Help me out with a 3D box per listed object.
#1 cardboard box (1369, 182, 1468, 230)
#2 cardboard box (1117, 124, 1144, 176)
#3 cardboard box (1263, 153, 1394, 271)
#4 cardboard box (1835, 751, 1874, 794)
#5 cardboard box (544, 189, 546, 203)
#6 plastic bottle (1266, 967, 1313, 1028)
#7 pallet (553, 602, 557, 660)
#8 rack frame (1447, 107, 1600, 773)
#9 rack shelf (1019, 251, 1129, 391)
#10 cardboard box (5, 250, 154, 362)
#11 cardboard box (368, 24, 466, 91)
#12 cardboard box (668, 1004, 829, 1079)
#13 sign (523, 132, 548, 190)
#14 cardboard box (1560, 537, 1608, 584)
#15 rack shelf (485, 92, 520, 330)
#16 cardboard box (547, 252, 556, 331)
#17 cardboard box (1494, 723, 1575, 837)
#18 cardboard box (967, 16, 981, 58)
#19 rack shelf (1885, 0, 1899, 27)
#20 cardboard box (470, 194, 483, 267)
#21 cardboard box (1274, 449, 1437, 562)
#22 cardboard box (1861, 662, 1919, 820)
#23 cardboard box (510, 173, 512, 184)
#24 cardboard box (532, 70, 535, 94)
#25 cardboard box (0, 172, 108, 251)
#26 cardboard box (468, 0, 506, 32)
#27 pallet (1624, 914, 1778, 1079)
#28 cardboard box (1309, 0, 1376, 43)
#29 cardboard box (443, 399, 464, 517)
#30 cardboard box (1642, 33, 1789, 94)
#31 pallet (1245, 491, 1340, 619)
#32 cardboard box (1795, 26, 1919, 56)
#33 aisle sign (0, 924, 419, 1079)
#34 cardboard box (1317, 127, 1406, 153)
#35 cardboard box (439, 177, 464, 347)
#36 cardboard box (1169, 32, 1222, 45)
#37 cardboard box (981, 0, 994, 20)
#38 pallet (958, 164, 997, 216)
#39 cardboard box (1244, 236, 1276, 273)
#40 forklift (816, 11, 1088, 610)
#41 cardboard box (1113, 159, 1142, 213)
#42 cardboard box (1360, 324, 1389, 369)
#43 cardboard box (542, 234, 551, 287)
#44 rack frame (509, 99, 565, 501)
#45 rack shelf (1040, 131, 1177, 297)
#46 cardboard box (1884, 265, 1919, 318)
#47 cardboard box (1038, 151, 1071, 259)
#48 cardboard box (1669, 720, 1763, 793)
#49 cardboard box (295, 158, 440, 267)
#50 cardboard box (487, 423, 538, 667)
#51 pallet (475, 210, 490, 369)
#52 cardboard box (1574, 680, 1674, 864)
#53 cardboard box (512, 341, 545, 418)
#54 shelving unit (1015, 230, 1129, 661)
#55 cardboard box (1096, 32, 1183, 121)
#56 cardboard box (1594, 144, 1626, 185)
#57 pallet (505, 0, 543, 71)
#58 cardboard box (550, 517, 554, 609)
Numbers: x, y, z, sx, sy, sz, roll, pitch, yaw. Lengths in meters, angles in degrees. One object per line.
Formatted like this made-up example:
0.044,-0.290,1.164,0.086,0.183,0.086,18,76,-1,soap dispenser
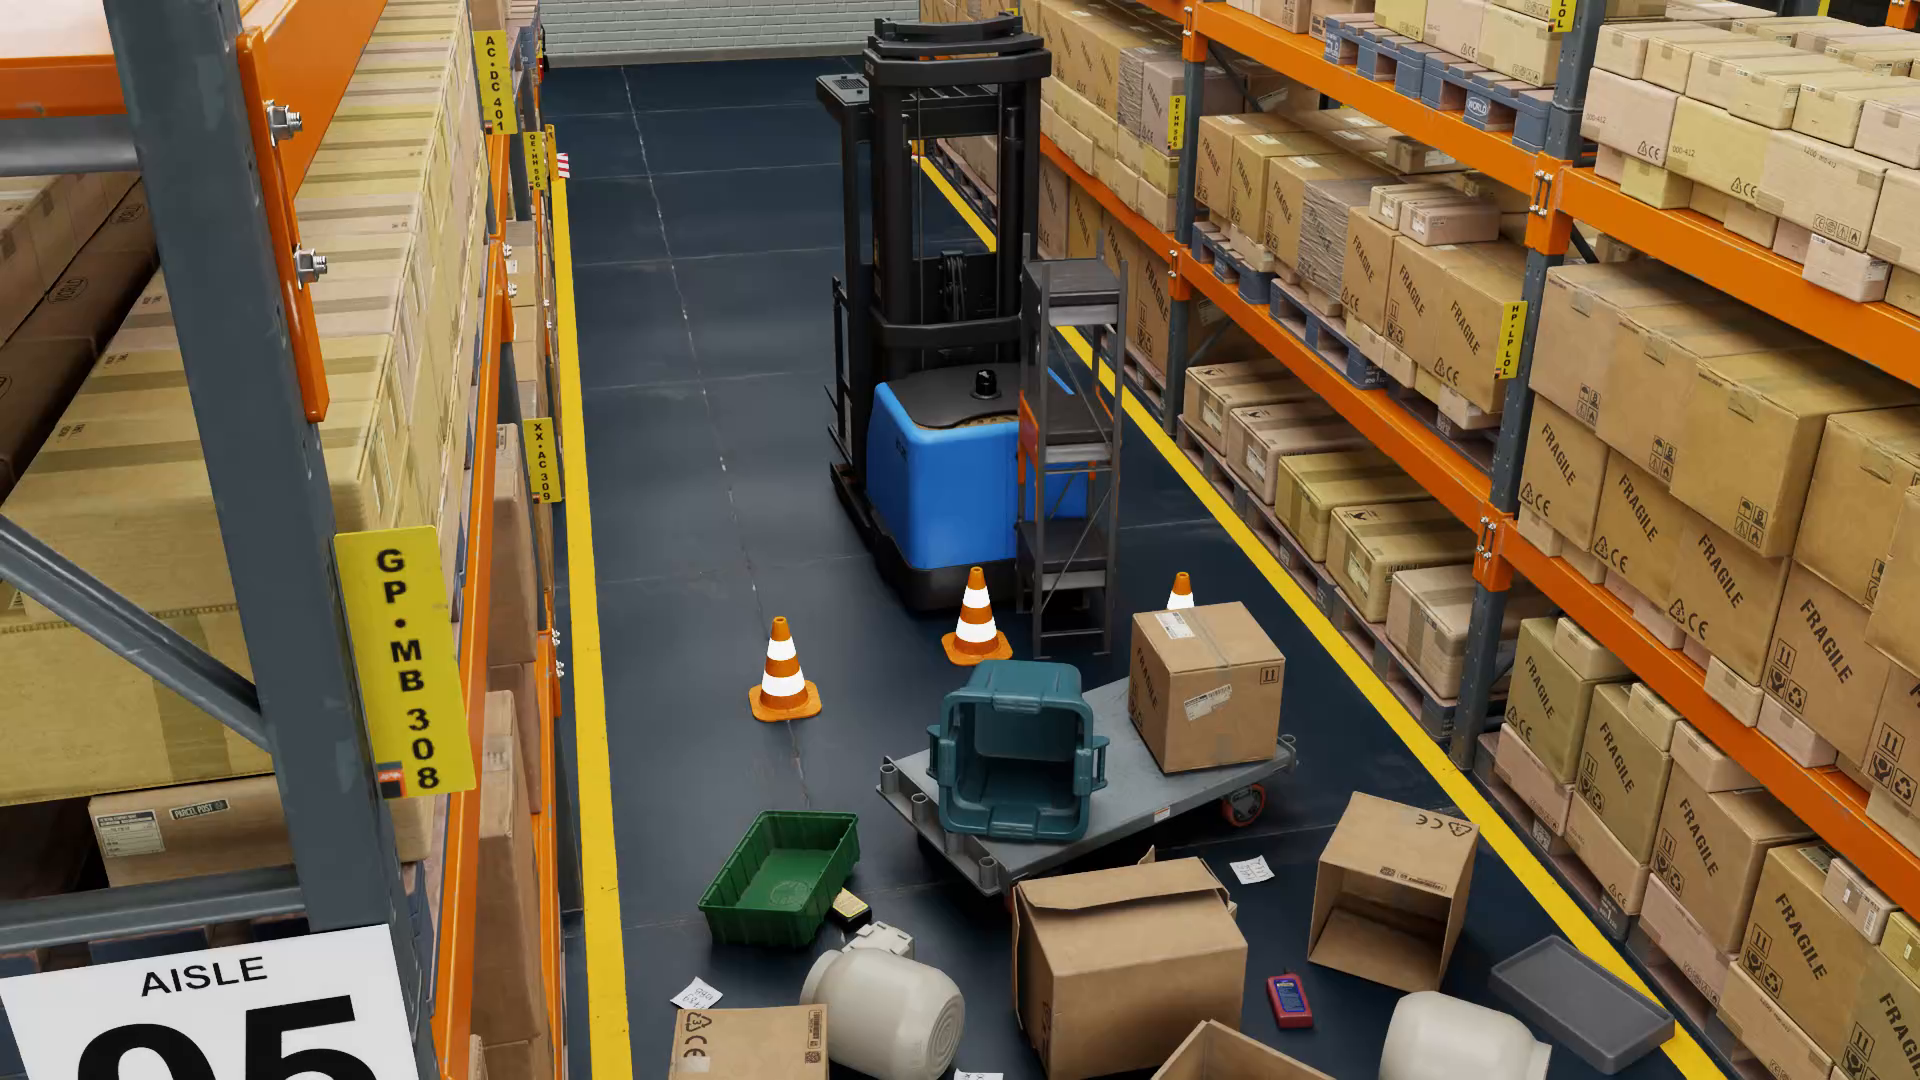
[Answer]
2.194,-1.603,7.969,0.380,0.149,0.250,-7,28,-14,cardboard box
1.393,-2.673,11.328,0.500,0.250,0.500,-7,28,-13,cardboard box
1.996,-1.788,9.057,0.500,0.500,0.500,-5,27,-11,cardboard box
3.054,0.704,5.306,0.380,0.149,0.250,-6,27,-12,cardboard box
-3.929,-3.118,14.966,0.380,0.149,0.250,-6,27,-12,cardboard box
1.234,1.720,6.275,0.133,0.061,0.283,-1,27,-3,plastic bottle
-2.555,0.575,8.377,1.003,0.211,1.213,-6,27,-12,pallet
2.771,-0.349,7.113,1.000,3.000,0.127,-6,27,-12,rack frame
0.538,-1.057,7.991,0.431,0.518,0.480,-4,27,-8,rack shelf
-1.735,-0.310,2.965,0.500,0.250,0.500,-6,27,-12,cardboard box
-1.524,-1.268,4.421,0.380,0.149,0.250,-6,27,-12,cardboard box
-0.680,1.890,5.448,0.500,0.500,0.500,-1,27,-3,cardboard box
-2.391,-2.133,9.362,0.100,0.325,0.005,-6,27,-12,sign
2.636,0.039,6.622,0.380,0.149,0.250,-5,27,-10,cardboard box
-2.480,-1.698,7.255,1.077,0.370,4.000,-6,27,-12,rack shelf
-3.305,-1.861,12.416,0.500,0.500,0.500,-7,28,-13,cardboard box
2.640,0.977,7.070,0.500,0.250,0.500,-7,28,-14,cardboard box
0.365,-4.528,15.281,0.500,0.500,0.500,-6,27,-12,cardboard box
6.253,-4.507,12.819,1.077,0.370,4.000,-6,27,-12,rack shelf
-1.462,-0.798,4.374,0.380,0.149,0.250,-6,27,-11,cardboard box
2.326,-0.214,9.295,0.950,0.372,0.625,-5,27,-10,cardboard box
3.063,0.579,4.833,0.500,0.500,0.500,-6,27,-12,cardboard box
-2.907,-2.118,10.099,0.380,0.149,0.250,-5,27,-9,cardboard box
-3.817,-3.951,13.808,0.500,0.500,0.500,-6,27,-12,cardboard box
-1.878,-0.644,3.185,0.380,0.149,0.250,-6,27,-11,cardboard box
-2.266,-2.439,7.237,0.500,0.500,0.500,-6,27,-12,cardboard box
3.235,1.724,6.101,1.003,0.211,1.213,-6,27,-12,pallet
2.241,-2.824,8.572,0.797,0.503,0.637,-6,27,-12,cardboard box
-1.121,-0.132,3.054,0.380,0.149,0.250,-6,27,-11,cardboard box
2.610,-1.649,5.754,0.380,0.149,0.250,-5,27,-10,cardboard box
2.315,0.017,9.481,1.003,0.211,1.213,-6,27,-12,pallet
3.188,-1.709,5.871,0.380,0.149,0.250,-7,28,-13,cardboard box
-0.820,0.794,1.963,0.394,0.787,0.004,-6,27,-12,aisle sign
2.370,-2.073,9.621,0.500,0.500,0.500,-6,27,-12,cardboard box
-1.329,-0.586,3.512,0.500,0.250,0.500,-6,27,-12,cardboard box
1.773,-3.283,11.705,0.500,0.500,0.500,-5,27,-10,cardboard box
0.486,-4.755,14.621,0.500,0.500,0.500,-6,27,-12,cardboard box
0.594,-3.495,16.440,1.003,0.211,1.213,-6,27,-12,pallet
1.851,-1.644,9.490,0.380,0.149,0.250,-6,27,-11,cardboard box
-0.176,-1.579,9.626,1.130,2.935,3.031,-8,28,-15,forklift
1.372,-2.457,11.454,0.500,0.250,0.500,-5,27,-11,cardboard box
2.189,-0.961,8.138,0.380,0.149,0.250,-6,27,-11,cardboard box
-3.182,-1.962,11.783,0.500,0.250,0.500,-7,28,-14,cardboard box
-2.931,-1.558,9.508,1.000,3.000,0.127,-6,27,-12,rack frame
1.418,-2.662,12.493,1.077,0.370,4.000,-6,27,-12,rack shelf
2.949,-0.736,4.829,0.380,0.149,0.250,-6,27,-11,cardboard box
1.185,-2.836,13.932,0.875,0.875,0.875,-5,27,-10,cardboard box
2.791,0.757,5.954,0.380,0.149,0.250,-4,27,-9,cardboard box
-1.178,-0.598,3.094,0.380,0.149,0.250,-6,27,-12,cardboard box
-1.743,0.044,4.969,0.875,0.550,0.550,-6,27,-12,cardboard box
-1.855,-0.741,4.659,1.003,0.211,1.213,-6,27,-12,pallet
2.773,0.876,6.438,0.500,0.500,0.500,-5,27,-10,cardboard box
-2.110,-0.546,7.392,0.500,0.500,0.500,-6,27,-12,cardboard box
0.538,-0.444,8.300,0.431,2.100,0.503,-4,27,-8,shelving unit
1.269,-3.240,11.619,0.500,0.500,0.500,-6,27,-12,cardboard box
2.600,-1.413,6.170,0.380,0.149,0.250,-6,27,-12,cardboard box
-2.734,-2.536,8.325,1.213,0.211,1.003,-5,27,-9,pallet
-2.681,-0.081,8.613,1.050,0.750,0.750,-6,27,-11,cardboard box
